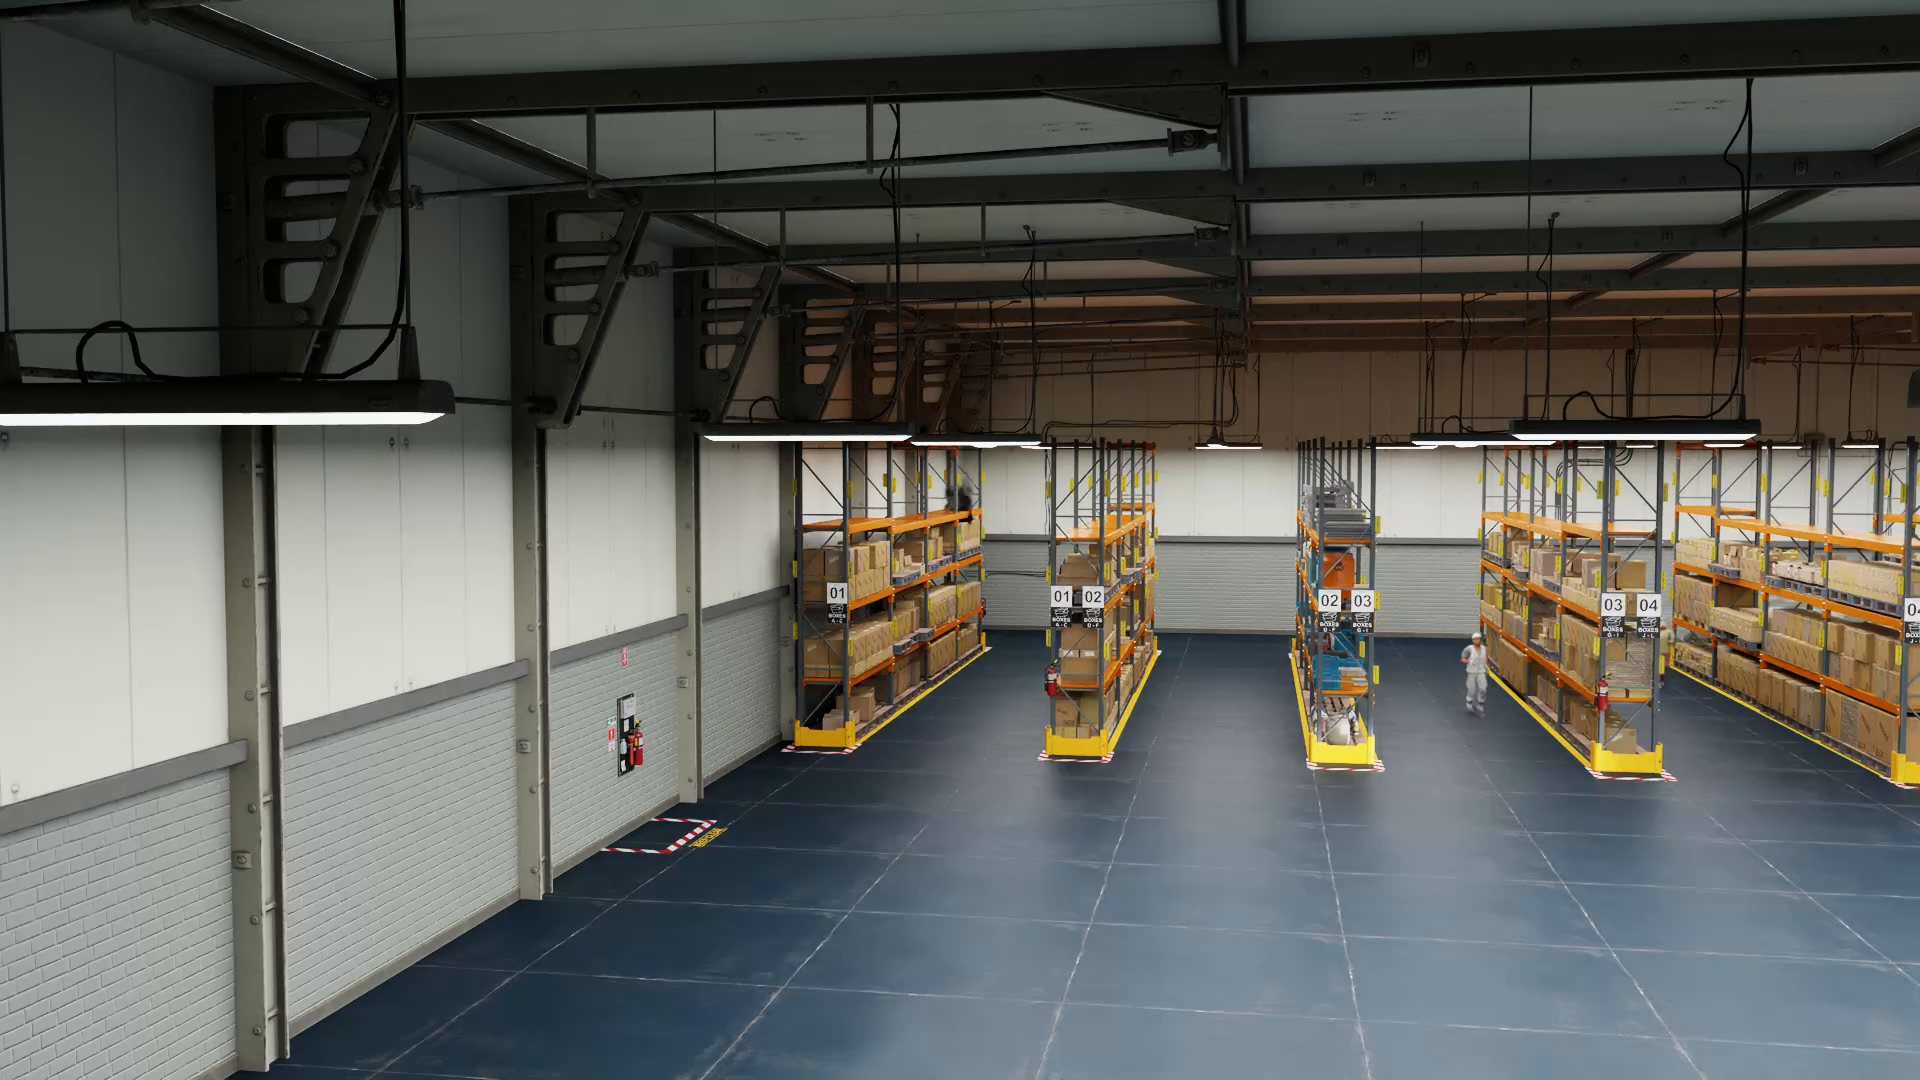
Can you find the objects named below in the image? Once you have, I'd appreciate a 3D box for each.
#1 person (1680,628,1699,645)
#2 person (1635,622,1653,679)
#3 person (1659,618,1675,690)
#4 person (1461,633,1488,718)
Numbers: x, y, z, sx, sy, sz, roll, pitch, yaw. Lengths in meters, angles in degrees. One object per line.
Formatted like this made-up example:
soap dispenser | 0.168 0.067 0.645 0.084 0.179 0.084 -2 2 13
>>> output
person | 20.031 2.441 45.707 1.006 1.719 0.726 1 3 11
person | 17.326 2.610 41.906 0.675 1.838 0.844 1 3 11
person | 17.037 2.752 40.350 0.545 1.721 0.730 1 3 10
person | 11.168 2.924 36.048 0.637 1.836 0.788 0 3 2
